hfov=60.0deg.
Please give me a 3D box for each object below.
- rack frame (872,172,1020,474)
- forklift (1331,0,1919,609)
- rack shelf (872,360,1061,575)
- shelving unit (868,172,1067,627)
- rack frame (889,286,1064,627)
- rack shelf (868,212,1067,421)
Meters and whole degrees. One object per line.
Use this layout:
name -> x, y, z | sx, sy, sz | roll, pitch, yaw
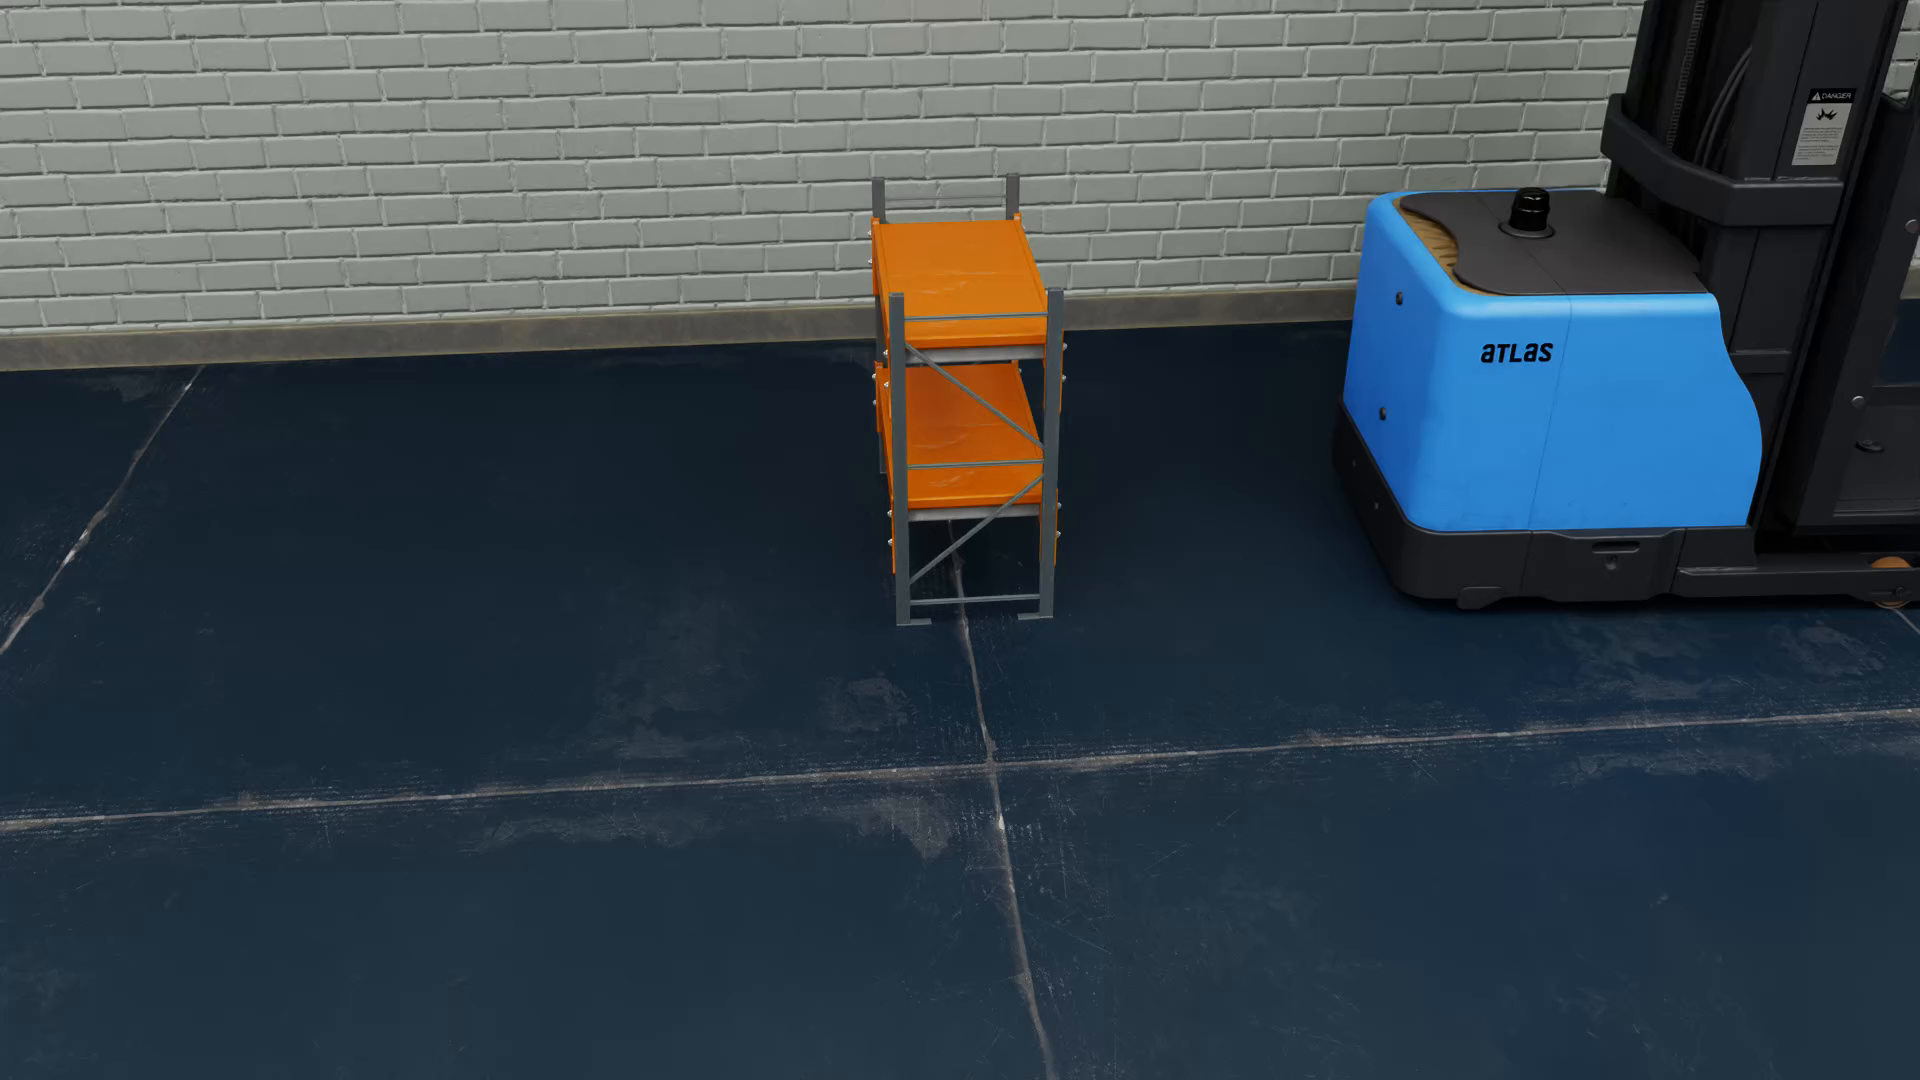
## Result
rack frame -> -0.048, -0.746, 5.902 | 0.500, 1.125, 0.032 | -3, 31, -5
forklift -> 2.895, -1.308, 5.081 | 3.031, 2.935, 1.130 | -1, 31, -2
rack shelf -> -0.001, -0.276, 5.593 | 0.538, 0.278, 1.000 | -3, 31, -5
shelving unit -> -0.001, -0.486, 5.467 | 0.538, 1.125, 1.048 | -3, 31, -5
rack frame -> 0.047, -0.227, 5.033 | 0.500, 1.125, 0.032 | -3, 31, -5
rack shelf -> -0.001, -0.738, 5.317 | 0.538, 0.278, 1.000 | -3, 31, -5
